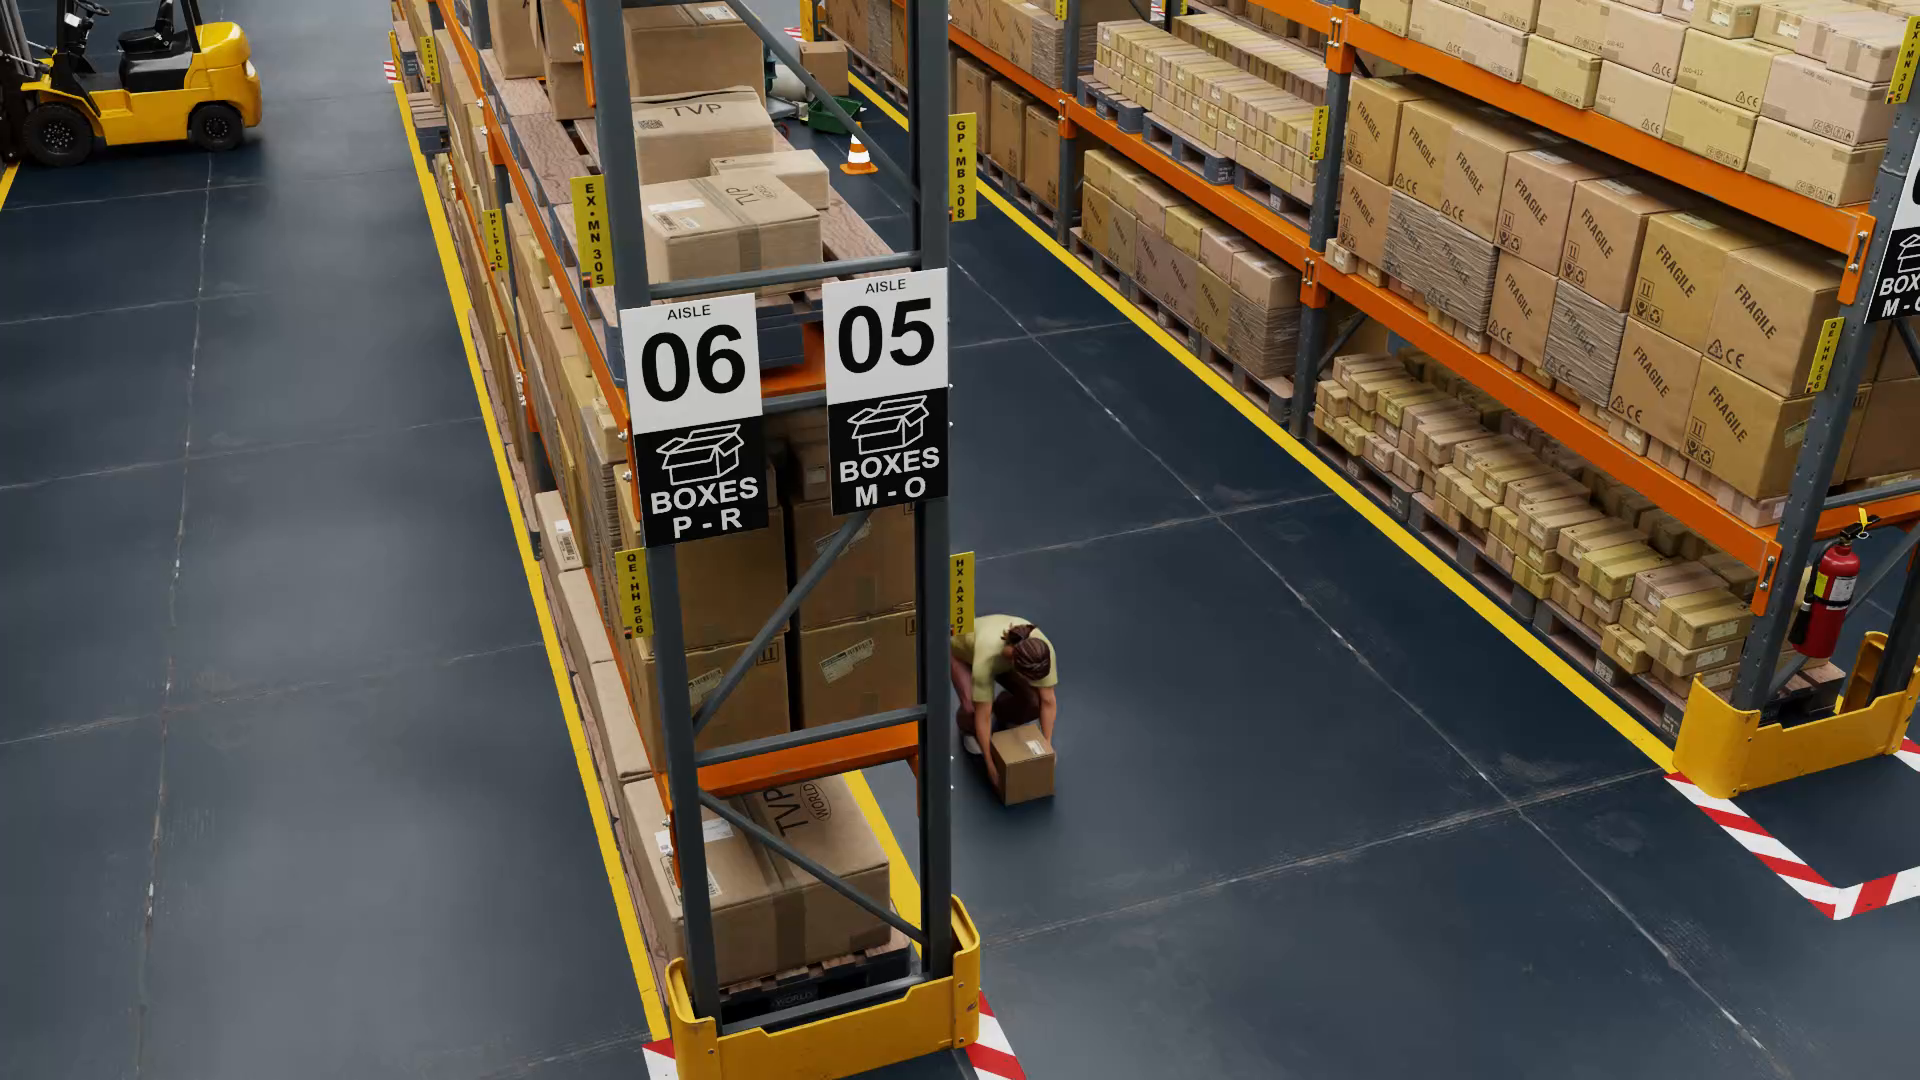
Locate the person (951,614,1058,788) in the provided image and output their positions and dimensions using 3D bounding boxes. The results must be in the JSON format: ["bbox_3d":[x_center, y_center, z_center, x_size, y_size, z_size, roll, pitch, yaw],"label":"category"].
[{"bbox_3d":[0.199,0.673,8.047,0.469,0.807,0.805,-10,31,-16],"label":"person"}]
